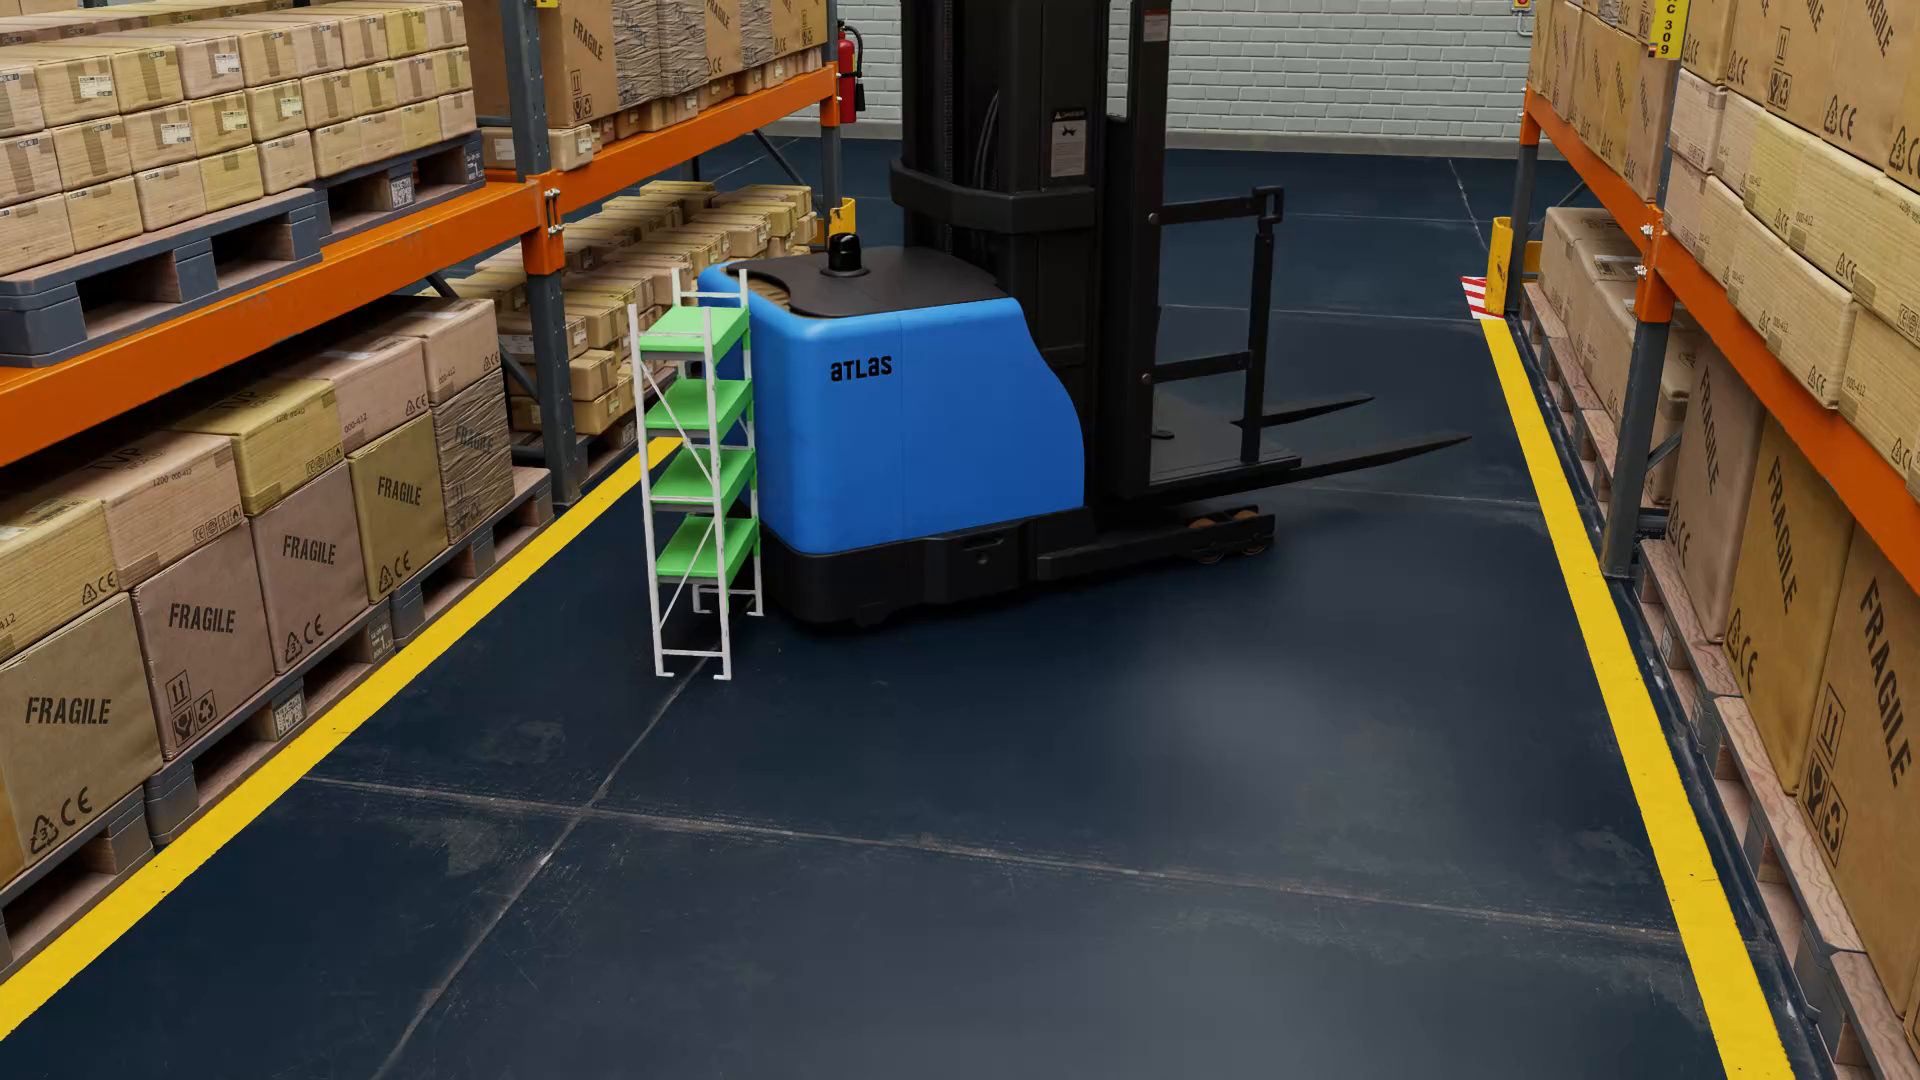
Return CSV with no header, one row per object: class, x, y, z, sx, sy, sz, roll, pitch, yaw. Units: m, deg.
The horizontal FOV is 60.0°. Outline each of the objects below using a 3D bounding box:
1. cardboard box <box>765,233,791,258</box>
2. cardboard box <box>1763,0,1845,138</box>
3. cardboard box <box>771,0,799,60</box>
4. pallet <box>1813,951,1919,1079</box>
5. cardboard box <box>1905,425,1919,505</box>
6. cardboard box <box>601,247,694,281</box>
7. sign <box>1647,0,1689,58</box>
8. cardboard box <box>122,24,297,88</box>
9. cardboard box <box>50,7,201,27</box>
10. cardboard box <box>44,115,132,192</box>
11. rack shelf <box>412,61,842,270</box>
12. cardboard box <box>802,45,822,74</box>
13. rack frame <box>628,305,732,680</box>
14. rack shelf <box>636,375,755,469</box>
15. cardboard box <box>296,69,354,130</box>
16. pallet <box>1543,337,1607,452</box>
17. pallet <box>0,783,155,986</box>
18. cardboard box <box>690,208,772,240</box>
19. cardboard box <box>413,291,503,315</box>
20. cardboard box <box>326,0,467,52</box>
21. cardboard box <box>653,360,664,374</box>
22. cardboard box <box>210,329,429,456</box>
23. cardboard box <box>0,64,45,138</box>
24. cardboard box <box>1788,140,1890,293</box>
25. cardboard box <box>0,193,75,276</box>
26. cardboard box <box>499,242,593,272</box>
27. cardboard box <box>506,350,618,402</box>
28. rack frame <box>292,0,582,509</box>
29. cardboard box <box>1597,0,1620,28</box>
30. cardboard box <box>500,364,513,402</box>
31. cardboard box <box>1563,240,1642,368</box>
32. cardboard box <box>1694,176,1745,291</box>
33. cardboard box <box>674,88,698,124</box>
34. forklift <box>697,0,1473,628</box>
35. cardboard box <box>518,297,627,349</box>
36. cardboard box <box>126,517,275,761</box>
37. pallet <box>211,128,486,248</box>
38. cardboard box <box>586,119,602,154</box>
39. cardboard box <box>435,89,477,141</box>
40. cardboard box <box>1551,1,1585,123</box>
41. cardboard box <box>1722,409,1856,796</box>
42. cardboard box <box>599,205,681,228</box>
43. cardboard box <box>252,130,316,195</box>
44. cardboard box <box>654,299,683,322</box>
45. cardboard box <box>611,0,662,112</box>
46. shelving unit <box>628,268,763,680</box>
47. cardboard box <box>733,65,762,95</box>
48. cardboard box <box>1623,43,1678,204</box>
cardboard box,-1.157,-1.644,9.276,0.380,0.149,0.250,4,22,9
cardboard box,2.273,-1.235,3.932,0.500,0.500,0.500,4,22,10
cardboard box,-1.175,-2.851,8.885,0.500,0.500,0.500,4,22,10
pallet,2.244,1.239,2.996,1.003,0.211,1.213,4,22,11
cardboard box,1.947,-0.095,2.776,0.500,0.250,0.500,5,22,12
cardboard box,-1.513,-1.316,8.065,0.380,0.149,0.250,4,22,9
sign,2.282,-1.715,5.332,0.100,0.325,0.005,4,22,11
cardboard box,-2.147,-1.390,4.767,0.380,0.149,0.250,4,22,9
cardboard box,-2.678,-1.625,5.351,0.380,0.149,0.250,5,22,11
cardboard box,-2.301,-0.961,4.102,0.380,0.149,0.250,4,22,10
rack shelf,-1.633,-1.973,8.201,1.077,0.370,4.000,4,22,11
cardboard box,-1.015,-2.781,9.580,0.380,0.149,0.250,4,22,11
rack frame,-0.844,-0.122,5.051,0.240,1.200,0.015,2,22,5
rack shelf,-0.821,-0.376,5.211,0.258,0.148,0.480,2,22,5
cardboard box,-2.086,-1.344,5.051,0.380,0.149,0.250,4,22,9
pallet,3.304,-0.661,7.713,1.003,0.211,1.213,4,22,11
pallet,-2.696,0.895,3.848,1.003,0.211,1.213,4,22,11
cardboard box,-1.236,-1.692,8.997,0.380,0.149,0.250,4,22,9
cardboard box,-2.210,-0.970,7.205,0.380,0.149,0.250,5,22,12
cardboard box,-1.932,-1.768,5.706,0.380,0.149,0.250,5,23,13
cardboard box,-1.595,-0.845,7.692,0.380,0.149,0.250,4,22,10
cardboard box,-2.064,-0.480,5.310,0.500,0.250,0.500,6,23,13
cardboard box,-2.359,-1.005,3.811,0.380,0.149,0.250,6,23,13
cardboard box,2.150,-0.698,3.602,0.500,0.250,0.500,4,22,9
cardboard box,-2.353,-0.732,3.931,0.380,0.149,0.250,5,23,13
cardboard box,-2.029,-1.356,8.164,0.380,0.149,0.250,4,22,9
cardboard box,-1.654,-0.694,6.918,0.380,0.149,0.250,5,23,13
rack frame,-2.041,-1.576,6.250,1.000,3.000,0.127,4,22,11
cardboard box,2.858,-2.311,6.604,0.500,0.500,0.500,5,22,12
cardboard box,-2.160,-0.706,7.345,0.380,0.149,0.250,5,22,12
cardboard box,3.426,-1.120,7.987,0.875,0.438,0.875,5,22,12
cardboard box,2.373,-0.835,4.614,0.500,0.250,0.500,4,22,10
cardboard box,-1.442,-2.023,7.698,0.380,0.149,0.250,5,23,13
forklift,0.604,-1.434,5.992,3.031,2.935,1.130,-11,24,-25
cardboard box,-1.654,-0.930,7.106,0.380,0.149,0.250,6,23,14
cardboard box,-2.264,0.241,4.525,0.500,0.500,0.500,4,22,10
pallet,-2.339,-1.218,5.620,1.003,0.211,1.213,4,22,11
cardboard box,-1.683,-1.638,6.741,0.380,0.149,0.250,5,22,12
cardboard box,-1.928,-1.493,5.821,0.380,0.149,0.250,4,22,10
cardboard box,3.065,-2.219,7.714,0.500,0.500,0.500,4,22,11
cardboard box,2.600,0.119,4.324,0.875,0.875,0.875,5,22,12
cardboard box,-1.749,-1.732,9.096,0.380,0.149,0.250,3,22,8
cardboard box,-2.136,-1.114,4.878,0.380,0.149,0.250,3,22,9
cardboard box,-1.539,-1.083,7.882,0.380,0.149,0.250,6,23,13
cardboard box,-1.599,-2.103,7.029,0.500,0.500,0.500,4,22,11
shelving unit,-0.821,-0.213,5.276,0.258,1.200,0.503,2,22,5
cardboard box,-1.250,-2.411,8.661,0.380,0.149,0.250,3,22,9
cardboard box,2.670,-1.471,5.856,0.500,0.500,0.500,5,22,11
